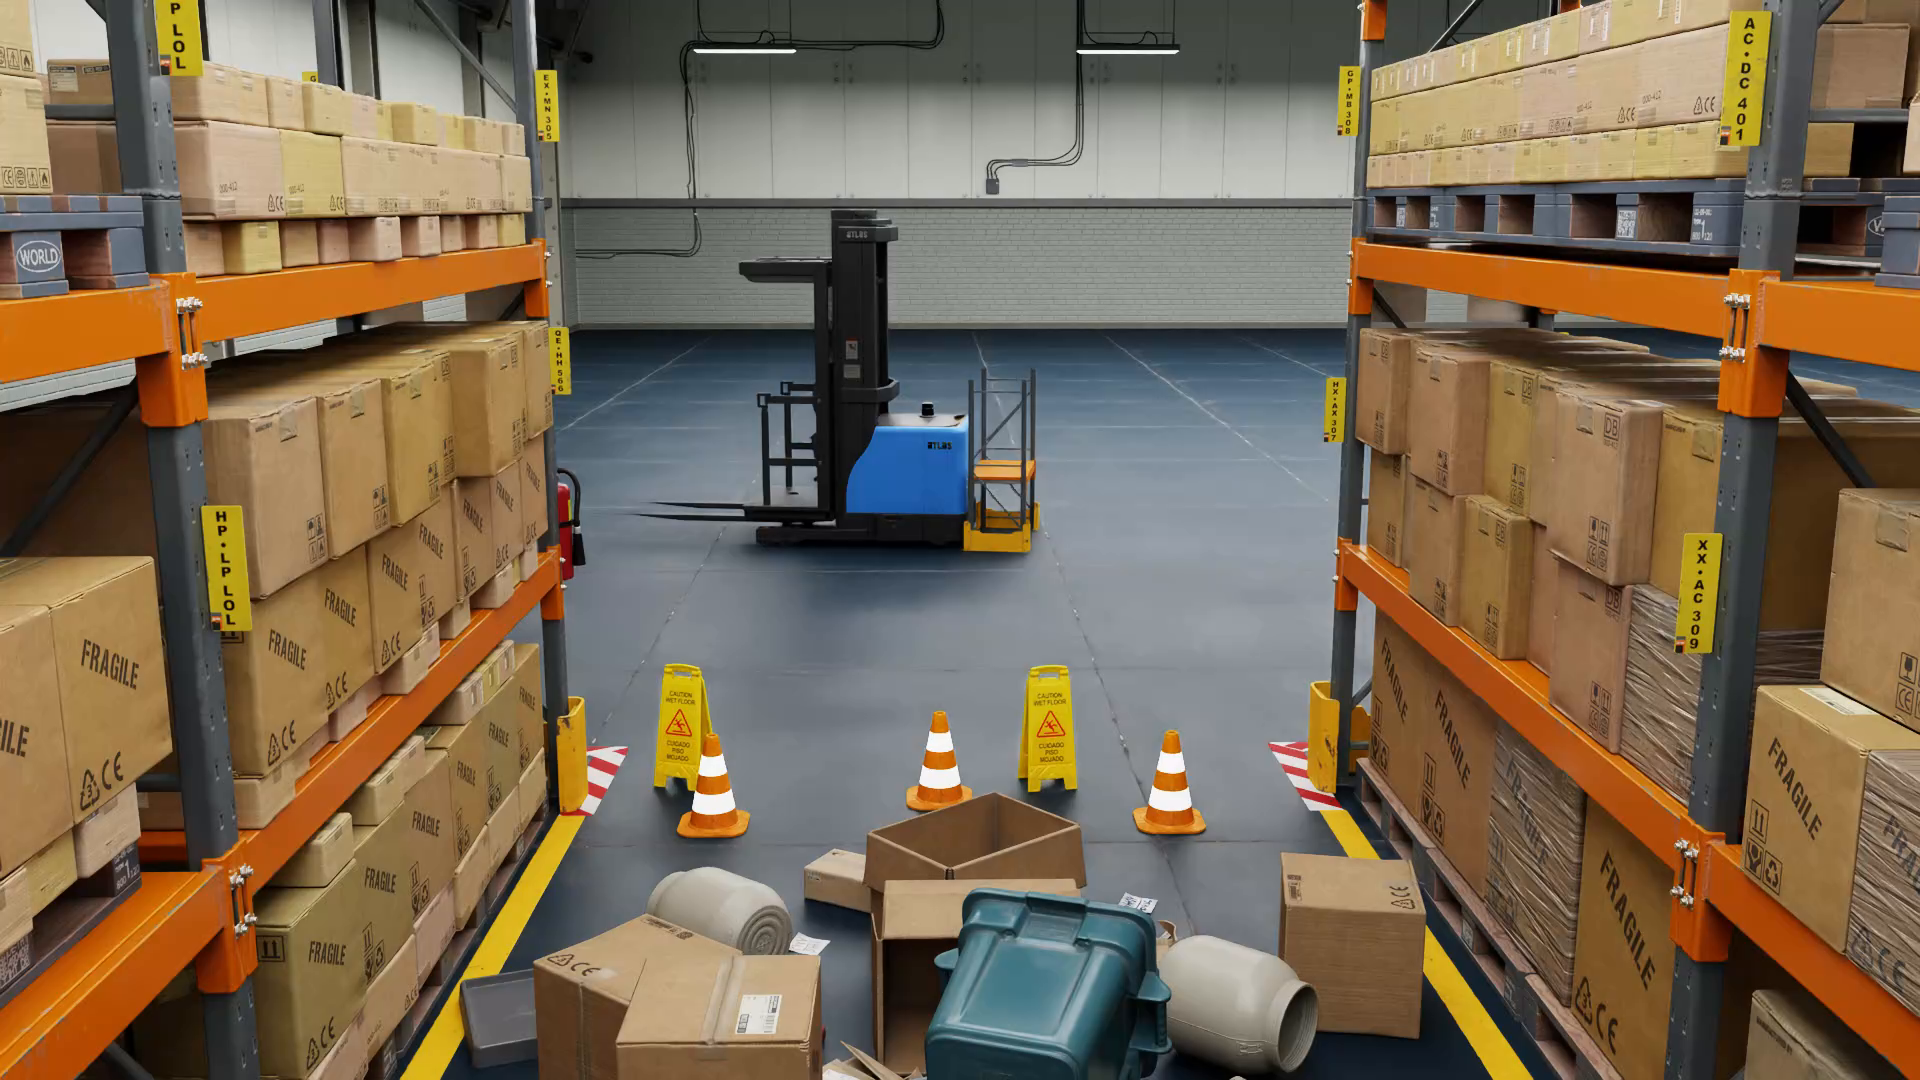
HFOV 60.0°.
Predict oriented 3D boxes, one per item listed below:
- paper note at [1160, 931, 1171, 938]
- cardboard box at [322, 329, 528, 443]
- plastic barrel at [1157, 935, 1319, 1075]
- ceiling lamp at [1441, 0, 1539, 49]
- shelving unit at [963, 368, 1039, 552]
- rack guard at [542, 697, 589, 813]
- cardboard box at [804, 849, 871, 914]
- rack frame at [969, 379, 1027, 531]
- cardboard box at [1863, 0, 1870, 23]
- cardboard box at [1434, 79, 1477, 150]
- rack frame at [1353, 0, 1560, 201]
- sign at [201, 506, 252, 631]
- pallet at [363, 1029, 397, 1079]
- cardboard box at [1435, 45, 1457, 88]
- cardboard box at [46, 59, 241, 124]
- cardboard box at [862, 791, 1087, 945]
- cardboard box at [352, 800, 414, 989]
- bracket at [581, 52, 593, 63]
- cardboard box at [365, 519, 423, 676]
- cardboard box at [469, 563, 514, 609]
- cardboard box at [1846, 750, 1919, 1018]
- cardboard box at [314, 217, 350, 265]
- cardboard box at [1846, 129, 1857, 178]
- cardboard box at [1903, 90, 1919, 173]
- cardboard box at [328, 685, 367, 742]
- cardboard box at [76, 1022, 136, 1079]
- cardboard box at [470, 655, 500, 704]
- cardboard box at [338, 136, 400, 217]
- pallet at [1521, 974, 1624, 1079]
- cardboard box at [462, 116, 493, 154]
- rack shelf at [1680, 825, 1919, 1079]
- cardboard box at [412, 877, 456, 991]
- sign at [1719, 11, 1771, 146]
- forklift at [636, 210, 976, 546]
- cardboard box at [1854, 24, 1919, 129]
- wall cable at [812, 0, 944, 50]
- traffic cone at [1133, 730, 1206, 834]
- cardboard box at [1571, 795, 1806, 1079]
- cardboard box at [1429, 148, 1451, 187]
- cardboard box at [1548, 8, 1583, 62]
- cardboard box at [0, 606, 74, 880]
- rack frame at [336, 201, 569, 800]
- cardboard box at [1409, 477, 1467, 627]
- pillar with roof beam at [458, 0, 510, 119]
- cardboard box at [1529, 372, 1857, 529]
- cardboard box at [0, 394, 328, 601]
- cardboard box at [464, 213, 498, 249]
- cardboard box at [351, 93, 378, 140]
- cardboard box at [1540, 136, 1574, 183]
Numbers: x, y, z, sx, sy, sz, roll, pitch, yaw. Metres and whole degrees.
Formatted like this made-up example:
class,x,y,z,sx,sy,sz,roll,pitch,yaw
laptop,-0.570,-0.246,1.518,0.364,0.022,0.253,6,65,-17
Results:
class,x,y,z,sx,sy,sz,roll,pitch,yaw
paper note,0.859,1.646,6.919,0.032,0.001,0.123,6,13,28
cardboard box,-2.275,-0.635,7.129,0.700,0.500,0.500,0,11,-1
plastic barrel,0.966,1.647,5.876,0.512,0.421,0.421,9,15,38
ceiling lamp,10.299,-11.063,32.276,2.000,3.185,0.800,0,11,-1
shelving unit,0.384,-0.740,14.933,0.587,1.500,1.083,1,12,7
rack guard,-2.505,1.089,8.434,1.175,0.500,0.348,0,11,-1
cardboard box,-0.460,1.498,7.300,0.380,0.149,0.250,6,13,28
rack frame,0.325,-0.641,14.447,0.500,1.500,0.032,1,12,7
cardboard box,2.844,-1.564,4.997,0.380,0.149,0.250,0,11,-2
cardboard box,2.216,-1.690,6.624,0.500,0.250,0.500,0,11,-2
rack frame,2.440,-3.132,7.862,1.000,3.000,0.127,0,11,-1
sign,-1.869,0.074,4.240,0.100,0.325,0.005,0,11,-1
pallet,-2.473,1.877,5.275,1.003,0.211,1.213,0,11,-1
cardboard box,2.149,-1.914,6.725,0.380,0.149,0.250,0,11,-2
cardboard box,-2.104,-1.158,4.303,0.380,0.149,0.250,0,11,-2
cardboard box,0.061,1.411,6.838,0.797,0.503,0.637,-10,15,-40
cardboard box,-2.189,1.193,5.605,0.500,0.500,0.500,0,11,1
bracket,-8.679,-11.211,38.631,0.235,0.232,0.430,0,11,-1
cardboard box,-2.185,0.161,5.721,0.500,0.500,0.500,0,11,-2
cardboard box,-2.150,0.197,7.173,0.380,0.149,0.250,0,11,0
cardboard box,2.276,0.761,3.514,0.500,0.500,0.500,0,11,-1
cardboard box,-2.210,-0.970,5.384,0.380,0.149,0.250,-1,11,-3
cardboard box,2.844,-1.173,5.076,0.380,0.149,0.250,0,11,-1
cardboard box,2.286,-0.934,3.606,0.258,0.266,0.396,0,11,-2
cardboard box,-2.173,0.551,5.430,0.380,0.149,0.250,0,11,1
cardboard box,-2.705,1.302,5.072,0.500,0.500,0.500,0,11,-2
cardboard box,-2.153,0.586,6.968,0.380,0.149,0.250,0,11,0
cardboard box,-2.177,-1.189,5.460,0.500,0.250,0.500,0,11,-1
pallet,2.585,1.819,5.564,1.003,0.211,1.213,0,11,-1
cardboard box,-2.214,-1.721,7.079,0.380,0.149,0.250,0,11,-2
rack shelf,2.564,1.354,2.651,1.077,0.370,4.000,0,11,-1
cardboard box,-2.202,1.456,6.198,0.500,0.250,0.500,0,11,-2
sign,1.968,-1.156,4.169,0.100,0.325,0.005,0,11,-1
forklift,-1.403,-1.485,15.008,3.031,2.935,1.130,1,12,6
cardboard box,2.793,-1.292,4.660,0.500,0.250,0.500,0,11,-1
wall cable,-1.916,-12.689,38.638,3.097,2.526,0.112,0,11,-1
traffic cone,1.031,1.163,8.162,0.336,0.463,0.334,0,11,-1
cardboard box,2.580,1.314,5.327,0.875,0.875,0.875,0,11,0
cardboard box,2.148,-1.523,6.802,0.380,0.149,0.250,0,11,-1
cardboard box,2.175,-1.662,5.480,0.380,0.149,0.250,0,11,-1
cardboard box,-2.174,0.433,3.325,0.500,0.500,0.500,0,11,-1
rack frame,-2.507,-0.151,8.260,1.000,3.000,0.127,0,11,-1
cardboard box,2.412,0.030,6.992,0.875,0.550,0.550,0,11,-1
pillar with roof beam,-4.548,-7.716,30.462,9.100,9.000,0.548,0,11,-1
cardboard box,2.548,-0.289,5.848,0.875,0.550,0.550,0,11,-1
cardboard box,-2.216,-0.129,4.637,0.700,0.500,0.500,0,11,-2
cardboard box,-2.210,-1.326,7.138,0.380,0.149,0.250,0,11,1
cardboard box,-2.186,-1.416,5.578,0.380,0.149,0.250,0,11,-2
cardboard box,2.174,-1.271,5.560,0.380,0.149,0.250,0,11,0
